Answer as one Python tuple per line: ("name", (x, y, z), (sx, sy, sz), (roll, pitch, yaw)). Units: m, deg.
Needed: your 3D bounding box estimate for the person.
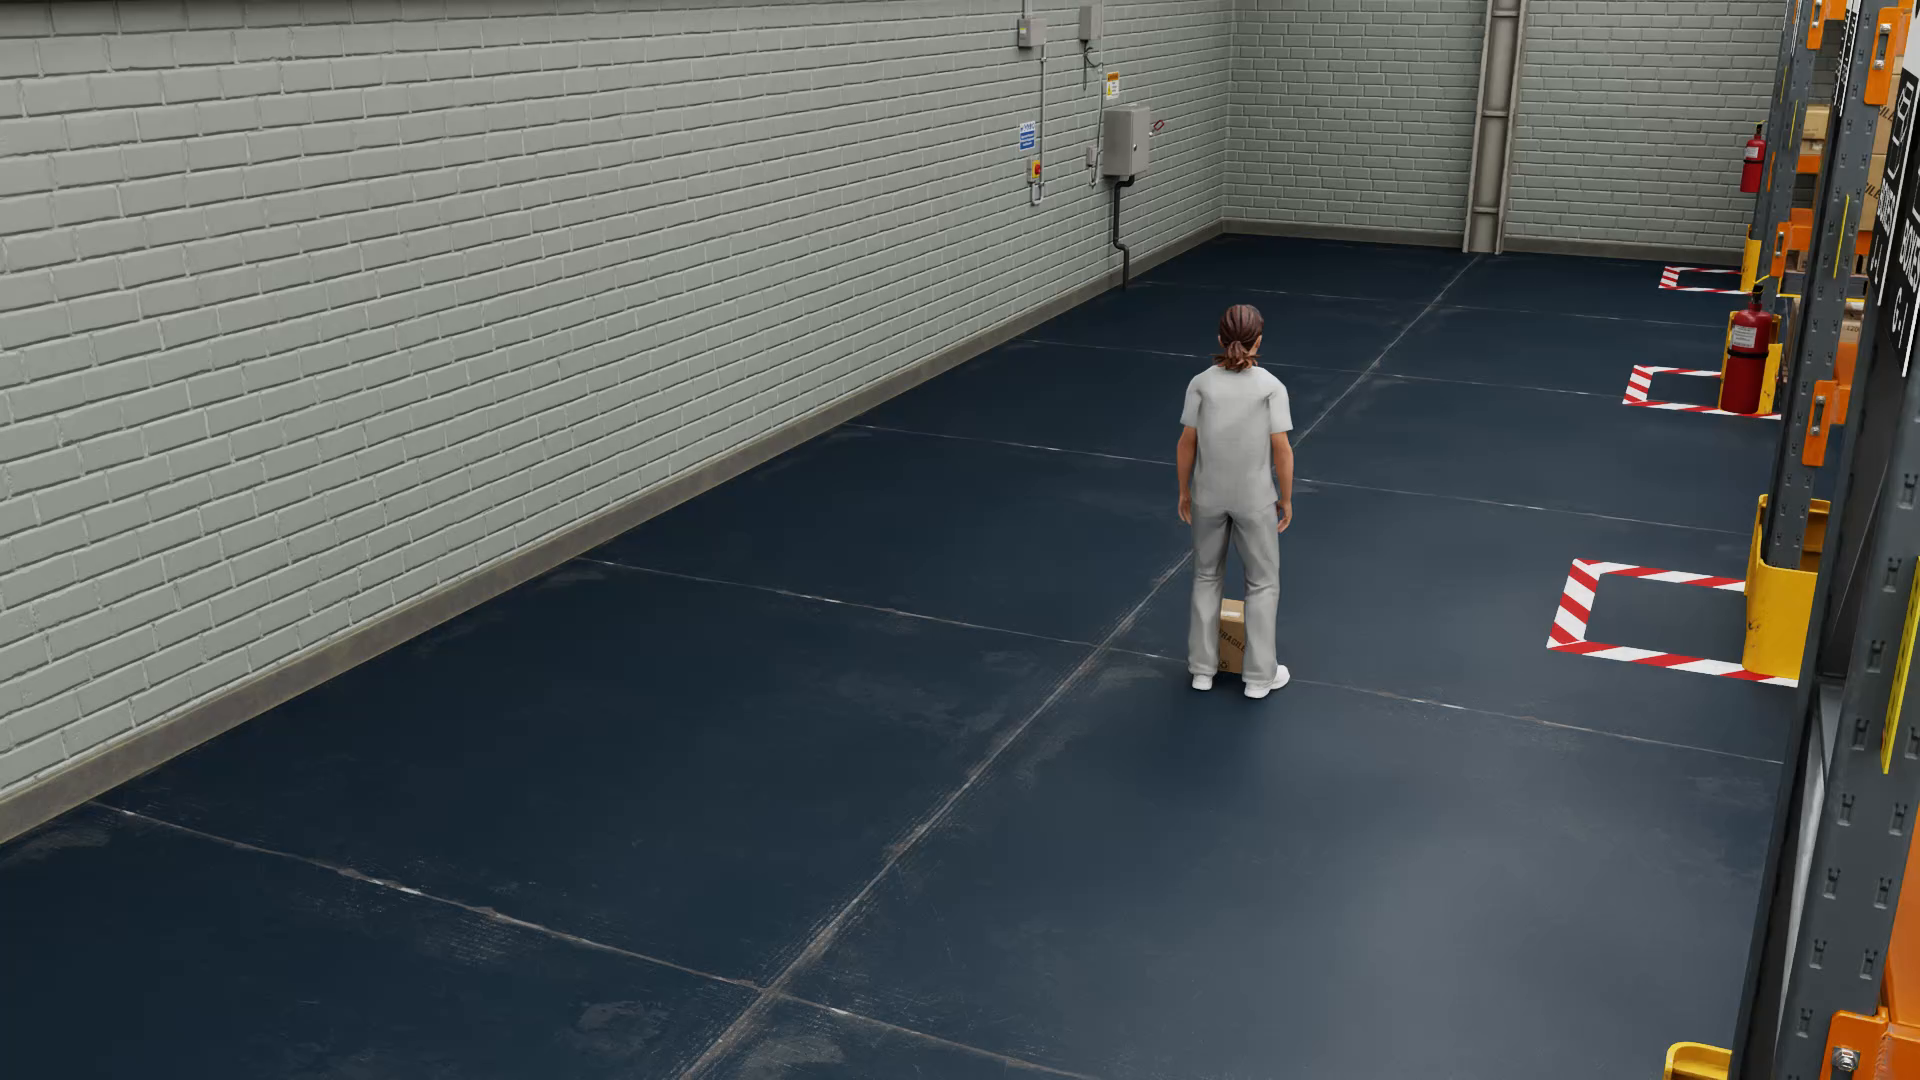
("person", (1.166, -0.160, 7.030), (0.514, 1.672, 0.354), (7, 20, 20))
